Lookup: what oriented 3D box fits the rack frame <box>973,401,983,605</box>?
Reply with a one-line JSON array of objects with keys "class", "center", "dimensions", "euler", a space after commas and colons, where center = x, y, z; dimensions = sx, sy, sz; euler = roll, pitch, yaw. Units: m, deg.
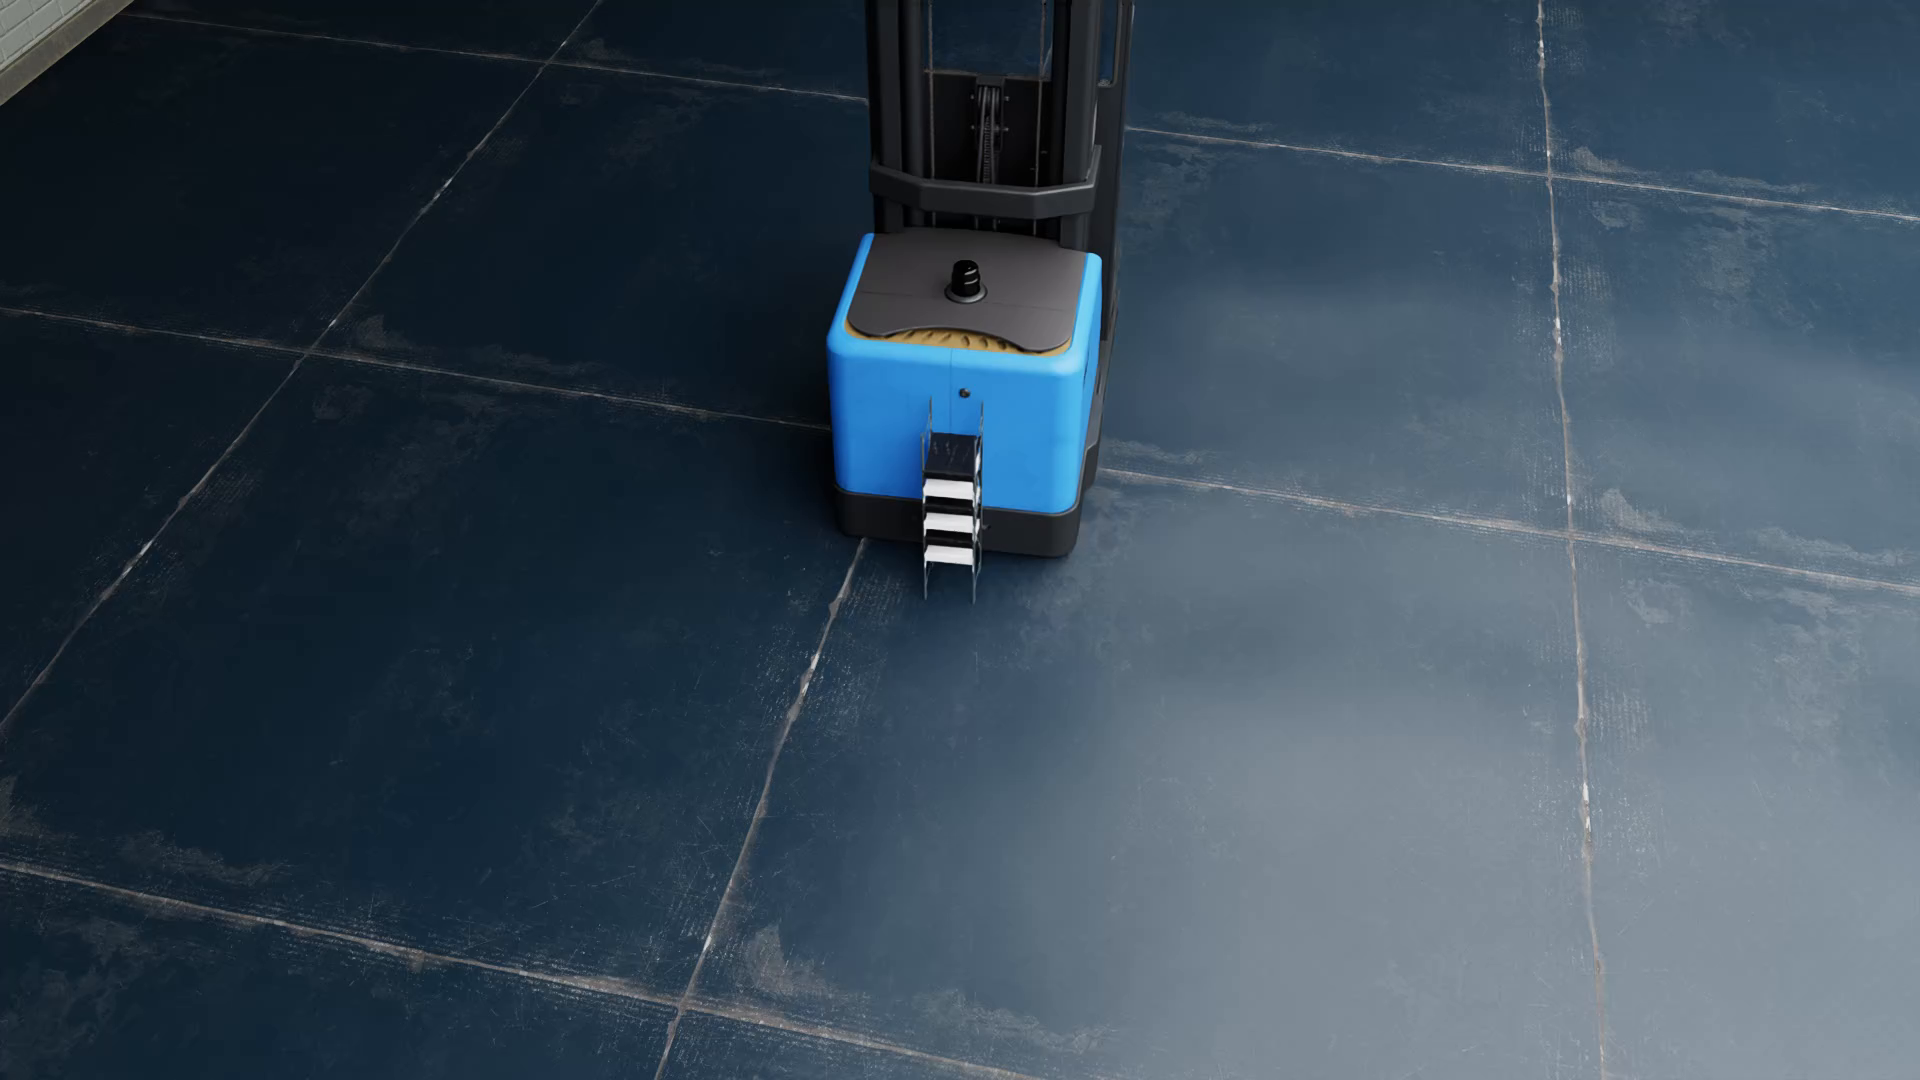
[{"class": "rack frame", "center": [0.072, -0.134, 6.700], "dimensions": [0.006, 0.900, 0.240], "euler": [5, 44, 6]}]

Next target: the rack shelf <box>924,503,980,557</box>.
[{"class": "rack shelf", "center": [-0.029, -0.055, 6.796], "dimensions": [0.200, 0.077, 0.258], "euler": [5, 44, 6]}]

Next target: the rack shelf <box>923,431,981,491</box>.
[{"class": "rack shelf", "center": [-0.029, -0.314, 6.546], "dimensions": [0.200, 0.077, 0.258], "euler": [5, 44, 6]}]

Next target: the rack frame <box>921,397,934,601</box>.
[{"class": "rack frame", "center": [-0.130, -0.153, 6.720], "dimensions": [0.006, 0.900, 0.240], "euler": [5, 44, 6]}]

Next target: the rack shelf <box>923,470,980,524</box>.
[{"class": "rack shelf", "center": [-0.029, -0.184, 6.671], "dimensions": [0.200, 0.077, 0.258], "euler": [5, 44, 6]}]

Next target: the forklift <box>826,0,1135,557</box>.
[{"class": "forklift", "center": [0.196, -2.015, 7.190], "dimensions": [1.130, 2.935, 3.031], "euler": [6, 44, 6]}]

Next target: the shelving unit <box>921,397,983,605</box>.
[{"class": "shelving unit", "center": [-0.029, -0.144, 6.710], "dimensions": [0.210, 0.900, 0.258], "euler": [5, 44, 6]}]

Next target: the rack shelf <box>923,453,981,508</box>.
[{"class": "rack shelf", "center": [-0.029, -0.249, 6.609], "dimensions": [0.200, 0.077, 0.258], "euler": [5, 44, 6]}]

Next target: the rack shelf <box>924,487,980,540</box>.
[{"class": "rack shelf", "center": [-0.029, -0.120, 6.733], "dimensions": [0.200, 0.077, 0.258], "euler": [5, 44, 6]}]

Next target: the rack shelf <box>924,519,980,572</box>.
[{"class": "rack shelf", "center": [-0.029, 0.010, 6.858], "dimensions": [0.200, 0.077, 0.258], "euler": [5, 44, 6]}]
